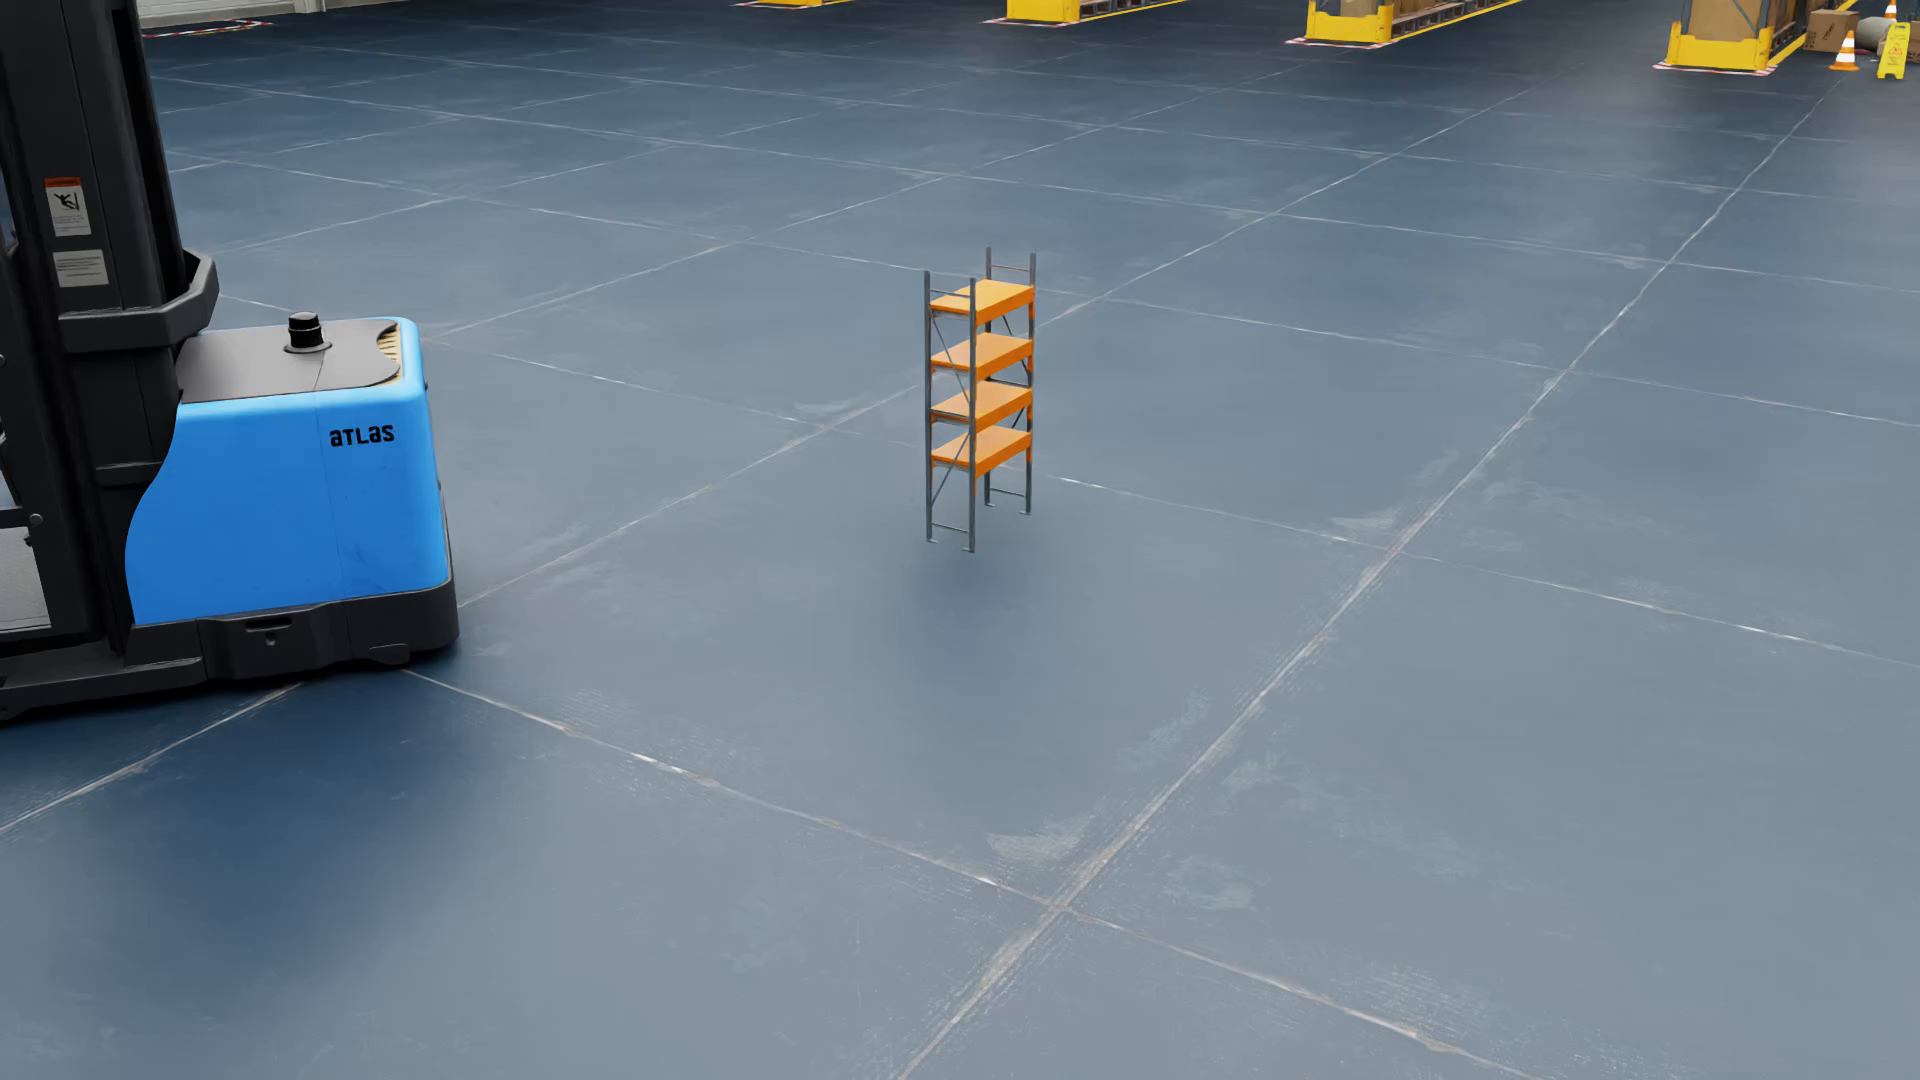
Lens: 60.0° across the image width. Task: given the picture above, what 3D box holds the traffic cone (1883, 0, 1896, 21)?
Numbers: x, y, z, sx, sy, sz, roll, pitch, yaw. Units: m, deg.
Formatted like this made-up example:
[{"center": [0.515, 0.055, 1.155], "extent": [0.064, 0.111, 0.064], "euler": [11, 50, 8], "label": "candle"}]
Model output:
[{"center": [13.774, -7.769, 24.614], "extent": [0.336, 0.463, 0.334], "euler": [14, 27, 29], "label": "traffic cone"}]

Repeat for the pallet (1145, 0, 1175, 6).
[{"center": [3.026, -9.411, 28.724], "extent": [1.003, 0.211, 1.213], "euler": [14, 27, 29], "label": "pallet"}]

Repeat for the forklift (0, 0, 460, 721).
[{"center": [-3.453, -0.900, 5.639], "extent": [3.031, 2.935, 1.130], "euler": [-7, 24, -16], "label": "forklift"}]

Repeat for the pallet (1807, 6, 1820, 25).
[{"center": [12.769, -8.207, 25.943], "extent": [1.003, 0.211, 1.213], "euler": [14, 27, 29], "label": "pallet"}]

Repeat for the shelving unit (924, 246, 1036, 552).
[{"center": [0.087, -0.606, 7.141], "extent": [0.258, 1.200, 0.503], "euler": [14, 27, 29], "label": "shelving unit"}]

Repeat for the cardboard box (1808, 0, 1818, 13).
[{"center": [12.547, -8.511, 25.437], "extent": [1.050, 0.750, 0.750], "euler": [14, 27, 29], "label": "cardboard box"}]

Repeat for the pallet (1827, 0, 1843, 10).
[{"center": [14.307, -9.131, 28.077], "extent": [1.003, 0.211, 1.213], "euler": [14, 27, 29], "label": "pallet"}]

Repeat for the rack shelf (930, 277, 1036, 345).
[{"center": [0.087, -0.967, 6.985], "extent": [0.258, 0.148, 0.480], "euler": [14, 27, 29], "label": "rack shelf"}]

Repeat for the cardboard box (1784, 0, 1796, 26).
[{"center": [11.392, -7.817, 23.678], "extent": [0.875, 0.875, 0.875], "euler": [14, 27, 30], "label": "cardboard box"}]

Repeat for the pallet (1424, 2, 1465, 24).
[{"center": [7.299, -8.357, 26.289], "extent": [1.003, 0.211, 1.213], "euler": [14, 27, 29], "label": "pallet"}]

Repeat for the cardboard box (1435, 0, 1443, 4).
[{"center": [7.378, -8.790, 26.396], "extent": [0.500, 0.500, 0.500], "euler": [13, 27, 27], "label": "cardboard box"}]

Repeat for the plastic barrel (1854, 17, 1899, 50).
[{"center": [12.488, -6.911, 22.681], "extent": [0.421, 0.421, 0.512], "euler": [-7, 24, -17], "label": "plastic barrel"}]

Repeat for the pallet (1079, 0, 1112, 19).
[{"center": [1.739, -8.588, 26.822], "extent": [1.003, 0.211, 1.213], "euler": [14, 27, 29], "label": "pallet"}]

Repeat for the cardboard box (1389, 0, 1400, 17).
[{"center": [6.143, -7.983, 24.532], "extent": [0.500, 0.500, 0.500], "euler": [-20, 31, -39], "label": "cardboard box"}]

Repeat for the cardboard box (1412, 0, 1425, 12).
[{"center": [6.822, -8.369, 25.424], "extent": [0.500, 0.500, 0.500], "euler": [11, 26, 24], "label": "cardboard box"}]

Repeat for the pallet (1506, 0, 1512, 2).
[{"center": [9.320, -9.678, 29.340], "extent": [1.003, 0.211, 1.213], "euler": [14, 27, 29], "label": "pallet"}]

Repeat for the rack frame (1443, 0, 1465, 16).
[{"center": [7.623, -9.871, 26.276], "extent": [1.000, 3.000, 0.127], "euler": [14, 27, 29], "label": "rack frame"}]

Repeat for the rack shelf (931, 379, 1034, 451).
[{"center": [0.087, -0.545, 7.167], "extent": [0.258, 0.148, 0.480], "euler": [14, 27, 29], "label": "rack shelf"}]

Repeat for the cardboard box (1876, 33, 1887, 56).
[{"center": [12.442, -6.577, 22.107], "extent": [0.396, 0.266, 0.258], "euler": [20, 30, 38], "label": "cardboard box"}]

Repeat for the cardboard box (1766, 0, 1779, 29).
[{"center": [10.438, -7.205, 22.264], "extent": [0.875, 0.875, 0.875], "euler": [13, 27, 28], "label": "cardboard box"}]

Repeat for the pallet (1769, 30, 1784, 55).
[{"center": [10.673, -6.864, 22.840], "extent": [1.003, 0.211, 1.213], "euler": [14, 27, 29], "label": "pallet"}]

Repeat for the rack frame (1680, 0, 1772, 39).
[{"center": [9.674, -7.447, 20.677], "extent": [1.000, 3.000, 0.127], "euler": [14, 27, 29], "label": "rack frame"}]

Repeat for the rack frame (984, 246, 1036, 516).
[{"center": [0.216, -0.689, 7.331], "extent": [0.240, 1.200, 0.015], "euler": [14, 27, 29], "label": "rack frame"}]

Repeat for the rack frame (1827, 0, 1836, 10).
[{"center": [13.894, -10.147, 26.914], "extent": [1.000, 3.000, 0.127], "euler": [14, 27, 29], "label": "rack frame"}]

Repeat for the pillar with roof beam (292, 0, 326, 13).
[{"center": [-6.985, -11.878, 23.361], "extent": [9.100, 9.000, 0.400], "euler": [14, 27, 29], "label": "pillar with roof beam"}]

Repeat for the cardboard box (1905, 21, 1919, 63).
[{"center": [12.708, -6.422, 21.451], "extent": [0.797, 0.503, 0.637], "euler": [-3, 24, -7], "label": "cardboard box"}]

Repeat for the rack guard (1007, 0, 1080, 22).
[{"center": [1.305, -8.447, 26.133], "extent": [1.175, 0.500, 0.348], "euler": [14, 27, 29], "label": "rack guard"}]

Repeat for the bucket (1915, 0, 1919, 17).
[{"center": [13.671, -7.464, 22.922], "extent": [0.620, 0.611, 0.726], "euler": [-6, 22, -39], "label": "bucket"}]

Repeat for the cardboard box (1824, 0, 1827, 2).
[{"center": [13.496, -9.121, 26.847], "extent": [1.050, 0.750, 0.750], "euler": [13, 27, 28], "label": "cardboard box"}]

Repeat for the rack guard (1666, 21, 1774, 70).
[{"center": [9.661, -6.292, 21.155], "extent": [1.175, 0.500, 0.348], "euler": [14, 27, 29], "label": "rack guard"}]

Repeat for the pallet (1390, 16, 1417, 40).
[{"center": [6.012, -7.534, 24.387], "extent": [1.003, 0.211, 1.213], "euler": [14, 27, 29], "label": "pallet"}]
